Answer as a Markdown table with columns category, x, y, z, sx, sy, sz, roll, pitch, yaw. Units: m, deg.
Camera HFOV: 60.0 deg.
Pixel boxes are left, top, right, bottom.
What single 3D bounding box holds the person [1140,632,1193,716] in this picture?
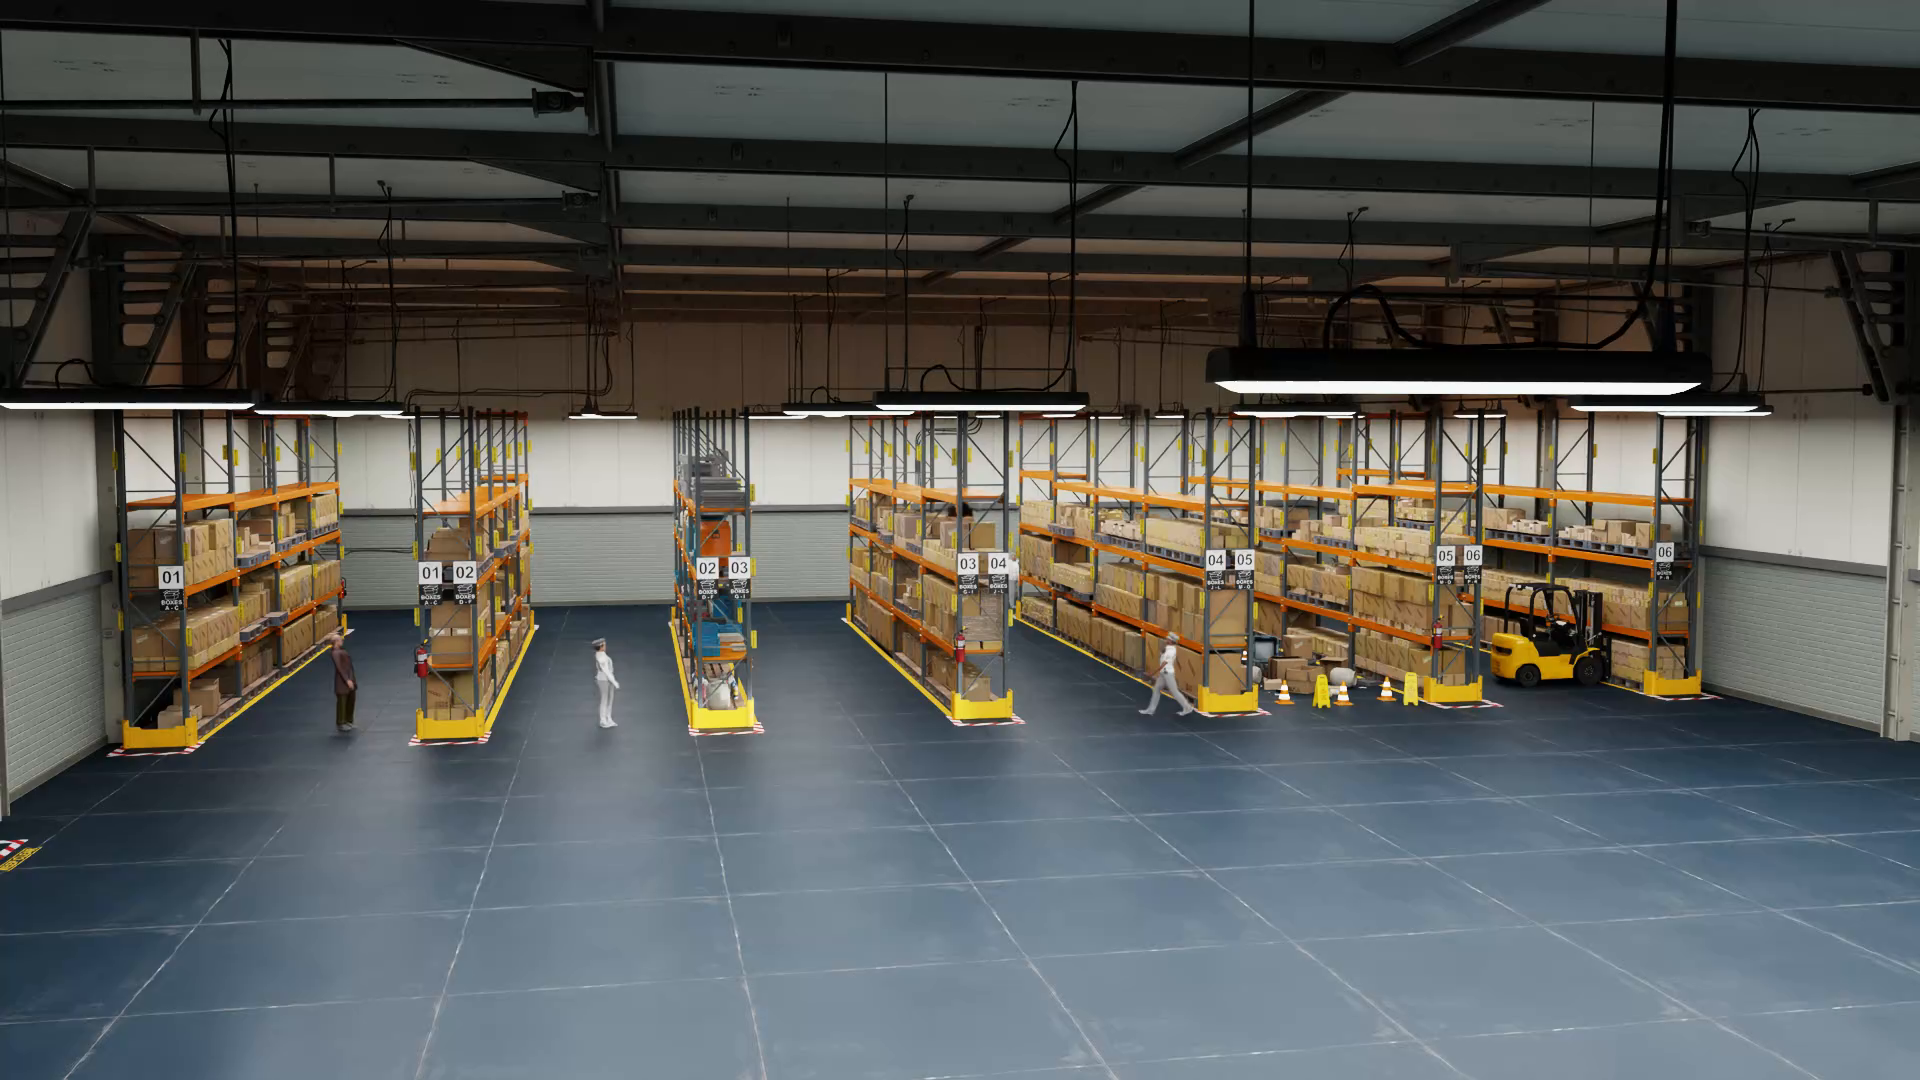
| category | x | y | z | sx | sy | sz | roll | pitch | yaw |
| --- | --- | --- | --- | --- | --- | --- | --- | --- | --- |
| person | 4.007 | 2.601 | 32.302 | 1.015 | 1.634 | 0.506 | 0 | 4 | 5 |

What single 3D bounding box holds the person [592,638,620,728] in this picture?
| category | x | y | z | sx | sy | sz | roll | pitch | yaw |
| --- | --- | --- | --- | --- | --- | --- | --- | --- | --- |
| person | -6.609 | 2.685 | 31.201 | 0.553 | 1.714 | 0.543 | 1 | 4 | 8 |

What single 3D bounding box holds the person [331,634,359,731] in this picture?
| category | x | y | z | sx | sy | sz | roll | pitch | yaw |
| --- | --- | --- | --- | --- | --- | --- | --- | --- | --- |
| person | -11.425 | 2.660 | 30.947 | 0.594 | 1.827 | 0.669 | 1 | 4 | 11 |

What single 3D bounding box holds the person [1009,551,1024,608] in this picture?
| category | x | y | z | sx | sy | sz | roll | pitch | yaw |
| --- | --- | --- | --- | --- | --- | --- | --- | --- | --- |
| person | 1.696 | 1.241 | 51.013 | 0.647 | 1.797 | 0.519 | -2 | 4 | -24 |
